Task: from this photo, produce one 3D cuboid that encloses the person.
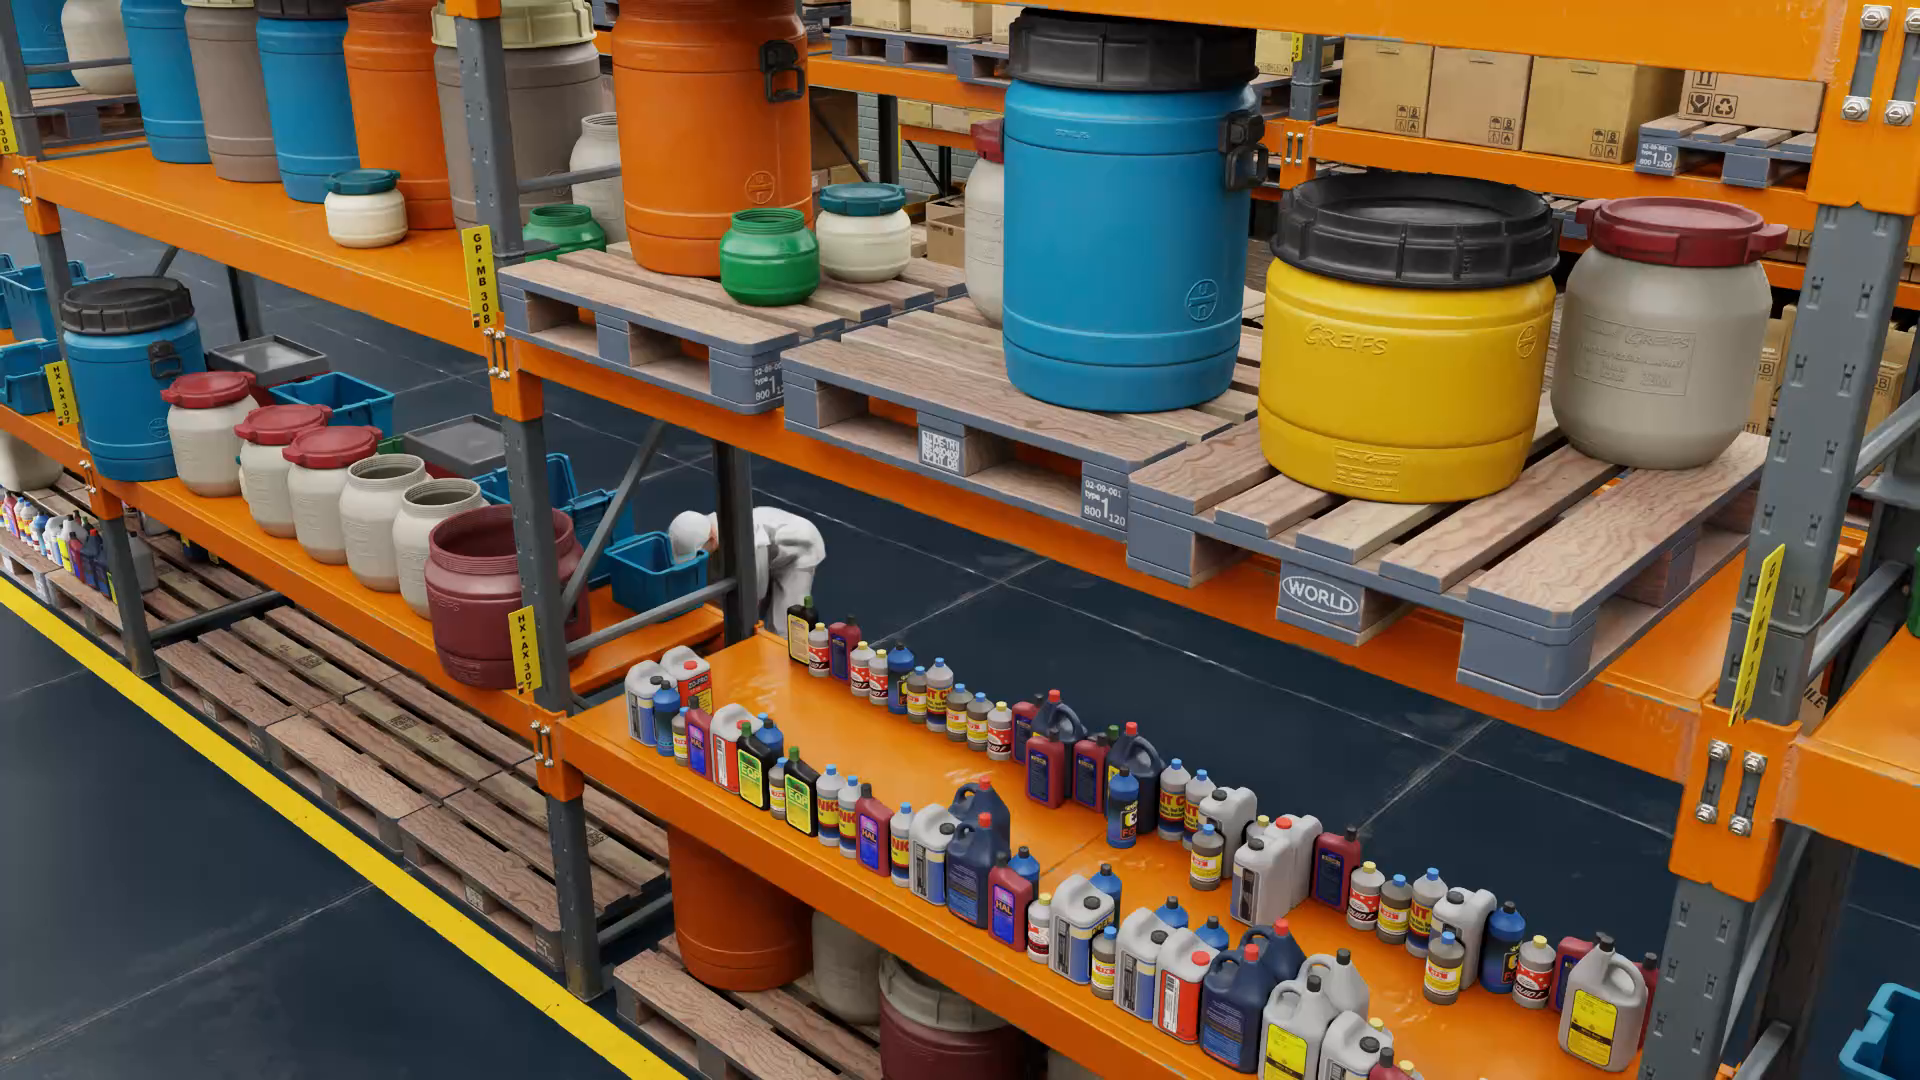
[{"bbox_3d":[-1.068,0.365,8.319,0.497,1.319,0.909,19,30,36],"label":"person"}]
